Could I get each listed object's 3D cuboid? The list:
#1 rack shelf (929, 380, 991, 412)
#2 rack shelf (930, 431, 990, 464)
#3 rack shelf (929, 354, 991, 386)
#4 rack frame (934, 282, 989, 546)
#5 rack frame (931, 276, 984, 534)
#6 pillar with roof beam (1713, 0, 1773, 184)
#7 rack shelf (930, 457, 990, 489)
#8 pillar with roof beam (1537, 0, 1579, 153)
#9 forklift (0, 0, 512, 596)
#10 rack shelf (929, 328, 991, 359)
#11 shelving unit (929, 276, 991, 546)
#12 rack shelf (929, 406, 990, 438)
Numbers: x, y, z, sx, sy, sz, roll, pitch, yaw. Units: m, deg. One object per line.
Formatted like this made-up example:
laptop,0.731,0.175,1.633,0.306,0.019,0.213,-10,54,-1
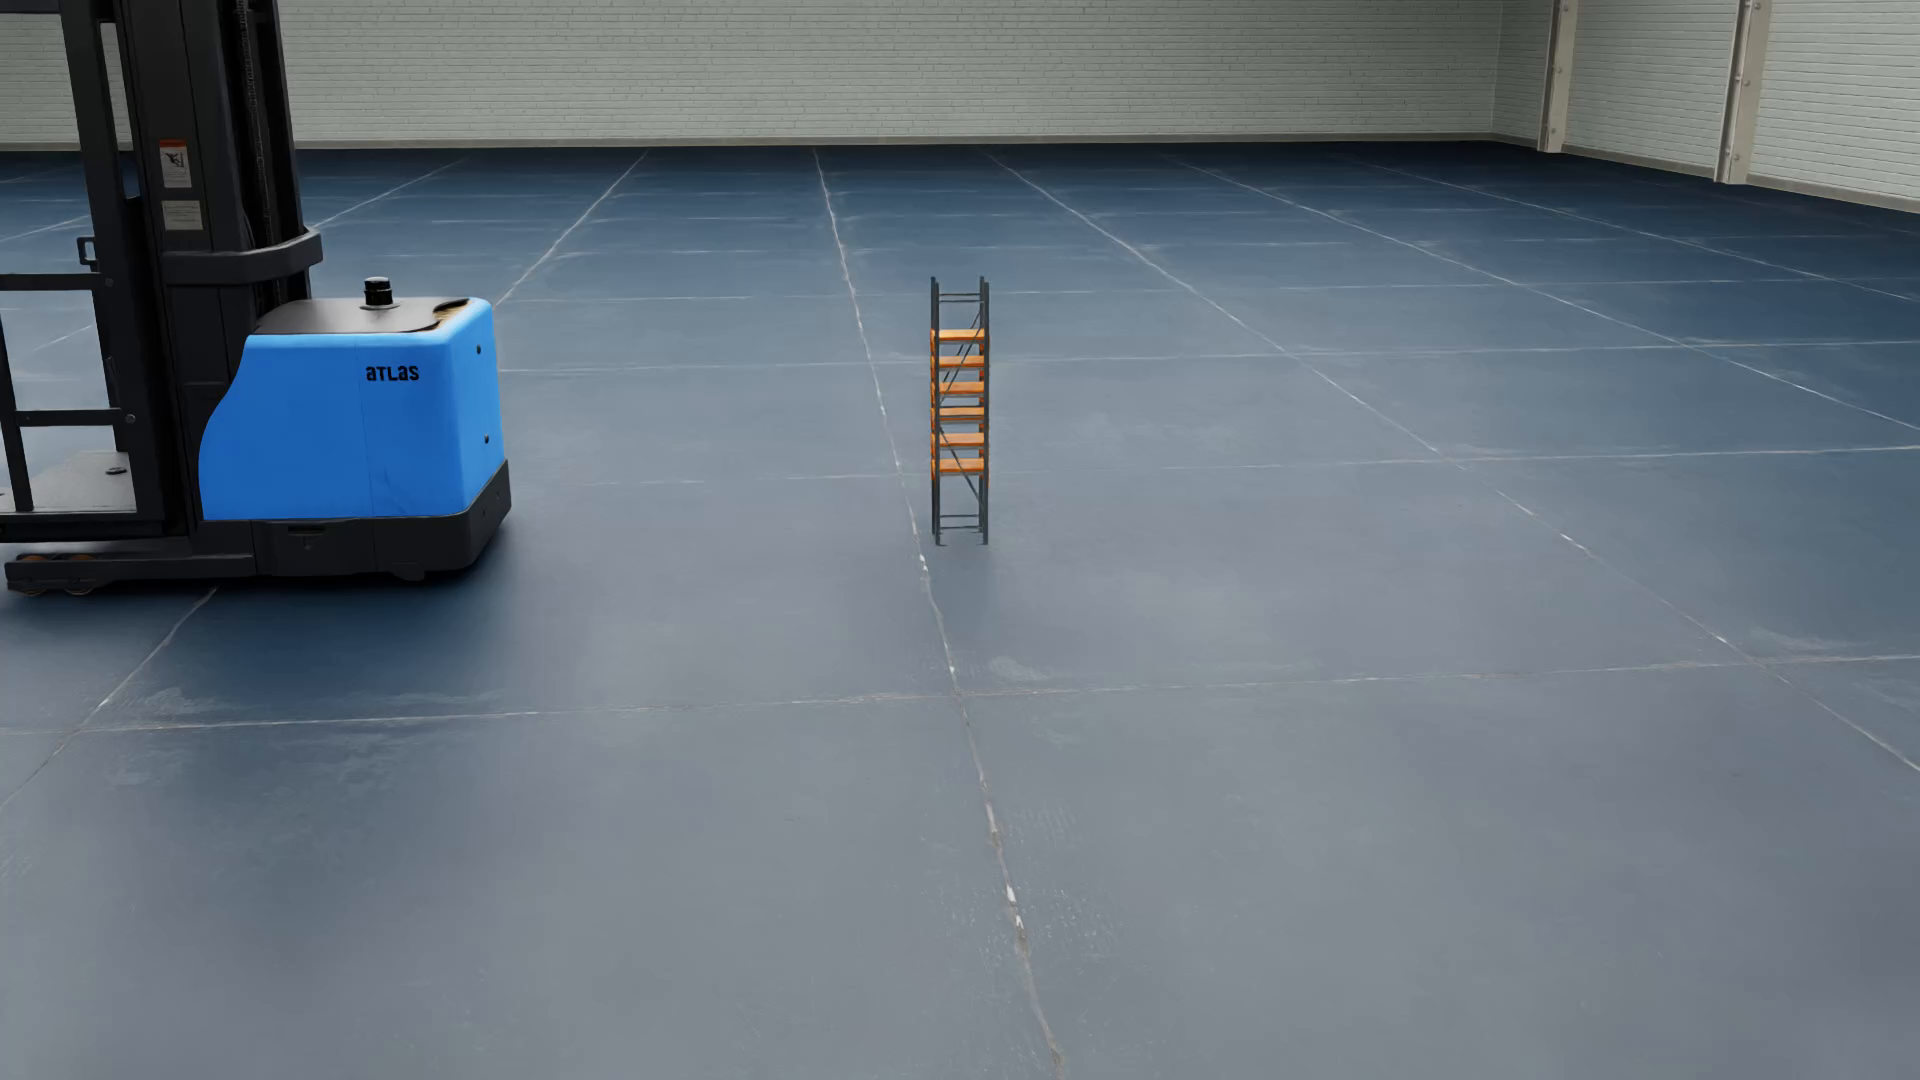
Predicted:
rack shelf,-0.002,-0.649,7.488,0.258,0.103,0.180,-2,18,-6
rack shelf,-0.001,-0.420,7.560,0.258,0.103,0.180,-2,18,-6
rack shelf,-0.002,-0.763,7.453,0.258,0.103,0.180,-2,18,-6
rack frame,0.008,-0.550,7.424,0.240,1.200,0.006,-2,18,-6
rack frame,-0.011,-0.604,7.598,0.240,1.200,0.006,-2,18,-6
pillar with roof beam,6.973,-9.377,22.522,9.100,9.000,0.400,-2,18,-6
rack shelf,-0.001,-0.305,7.596,0.258,0.103,0.180,-2,18,-6
pillar with roof beam,6.354,-11.165,28.216,9.100,9.000,0.400,-2,18,-6
forklift,-3.623,-1.328,7.014,3.031,2.935,1.130,-1,17,-4
rack shelf,-0.002,-0.878,7.417,0.258,0.103,0.180,-2,18,-6
shelving unit,-0.002,-0.577,7.511,0.258,1.200,0.189,-2,18,-6
rack shelf,-0.002,-0.534,7.524,0.258,0.103,0.180,-2,18,-6
